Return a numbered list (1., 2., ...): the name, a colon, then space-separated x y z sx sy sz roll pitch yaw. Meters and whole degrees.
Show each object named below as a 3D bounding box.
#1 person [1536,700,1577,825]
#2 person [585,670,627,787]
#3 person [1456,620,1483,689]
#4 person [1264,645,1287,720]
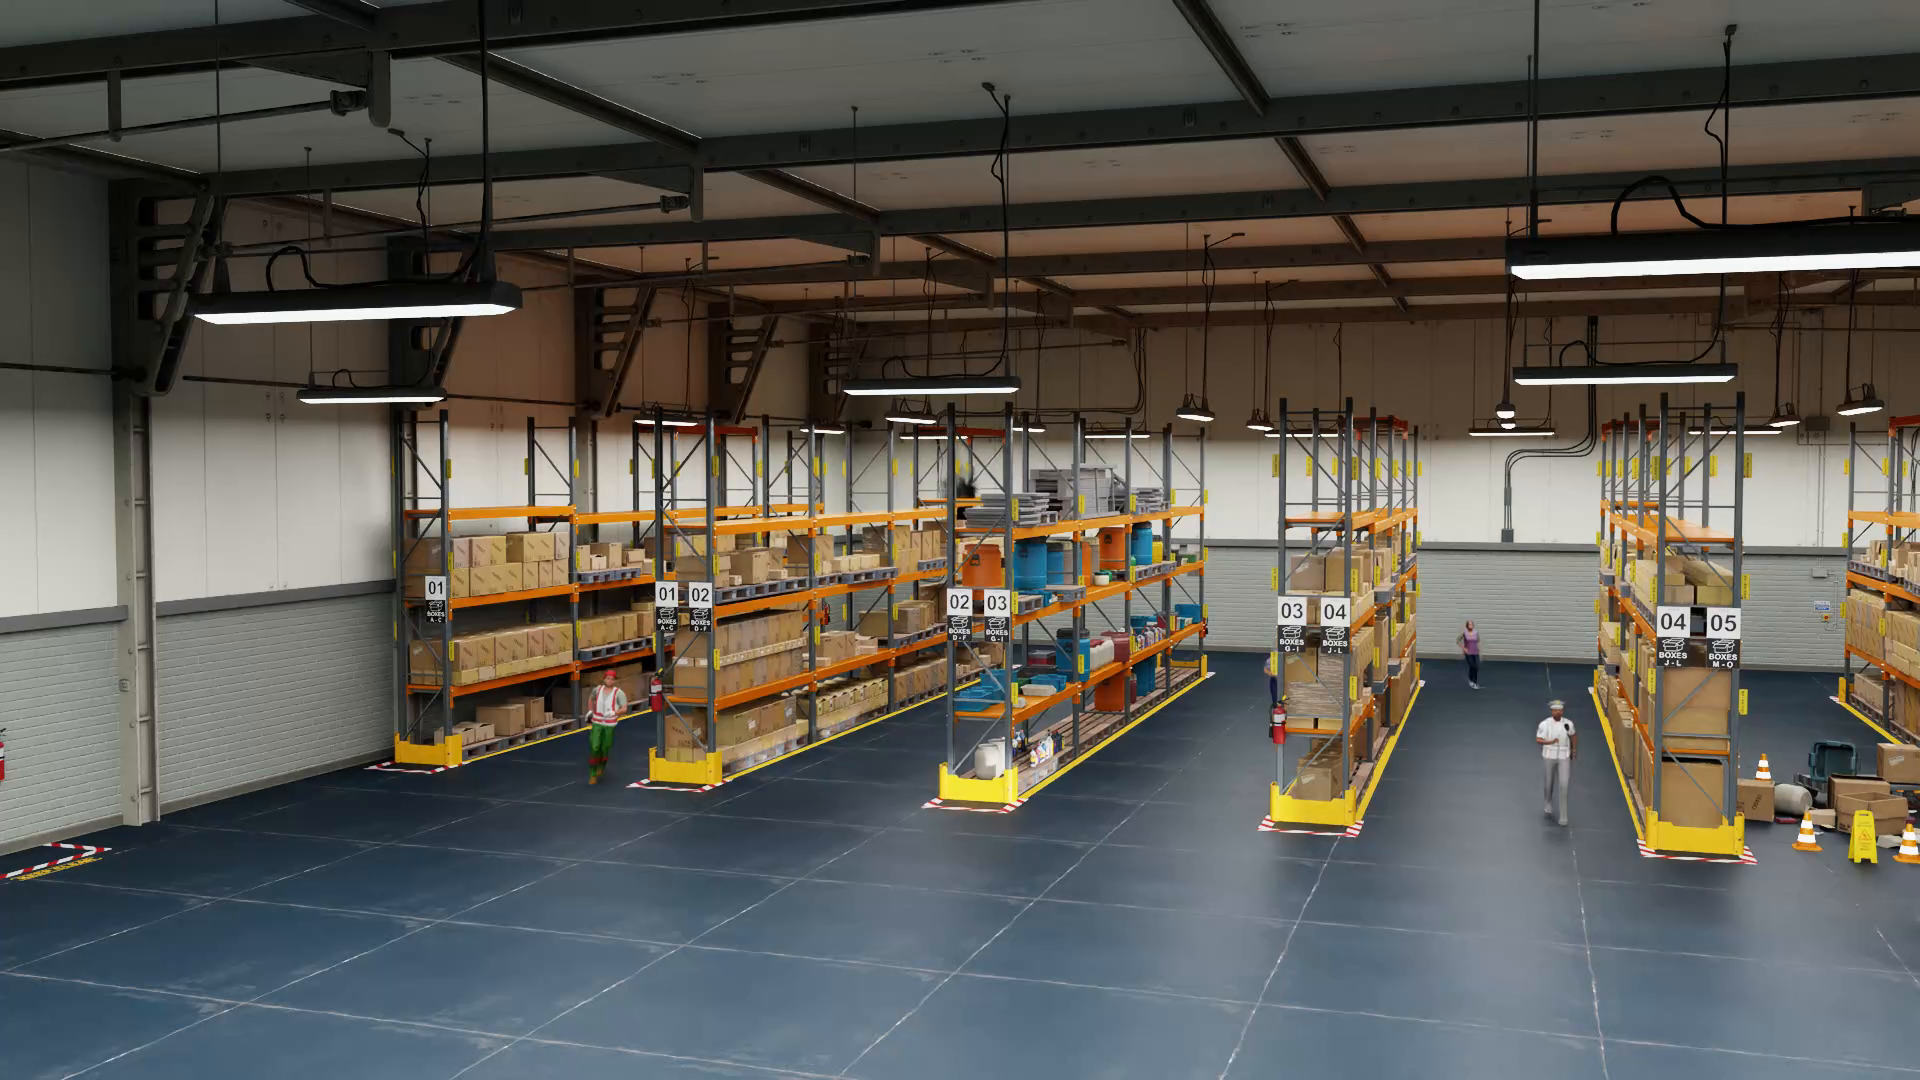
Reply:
1. person: 8.491 3.122 23.658 0.564 1.701 0.910 1 3 15
2. person: -5.653 2.976 26.595 0.667 1.811 0.812 0 2 -7
3. person: 11.572 2.601 37.670 0.540 1.575 0.629 0 2 -5
4. person: 6.102 2.825 31.762 0.590 1.707 0.759 1 3 16
